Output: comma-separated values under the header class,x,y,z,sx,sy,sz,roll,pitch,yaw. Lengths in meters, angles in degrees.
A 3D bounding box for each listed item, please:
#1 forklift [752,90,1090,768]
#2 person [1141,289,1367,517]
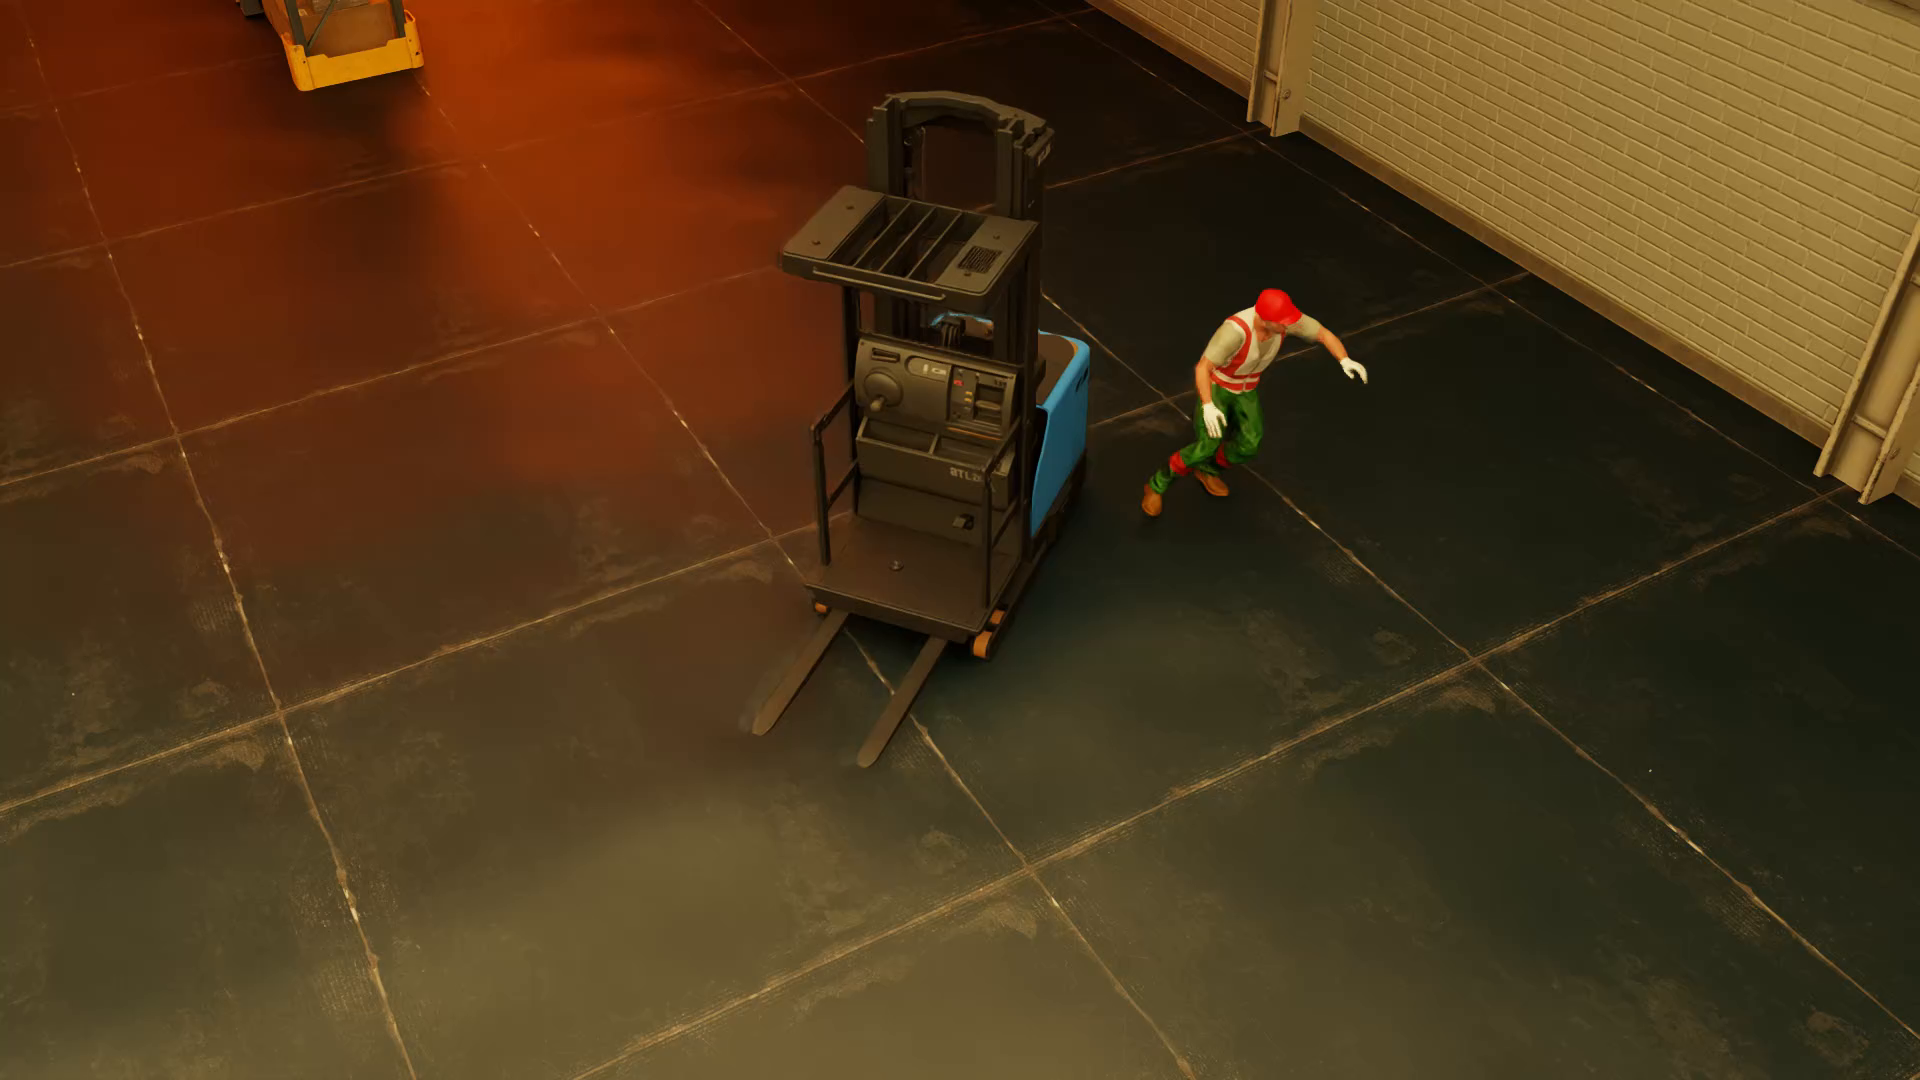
class,x,y,z,sx,sy,sz,roll,pitch,yaw
forklift,-0.217,-0.757,8.949,1.130,2.935,3.031,15,42,17
person,1.711,-0.821,10.099,1.224,1.507,0.905,-19,43,-21
